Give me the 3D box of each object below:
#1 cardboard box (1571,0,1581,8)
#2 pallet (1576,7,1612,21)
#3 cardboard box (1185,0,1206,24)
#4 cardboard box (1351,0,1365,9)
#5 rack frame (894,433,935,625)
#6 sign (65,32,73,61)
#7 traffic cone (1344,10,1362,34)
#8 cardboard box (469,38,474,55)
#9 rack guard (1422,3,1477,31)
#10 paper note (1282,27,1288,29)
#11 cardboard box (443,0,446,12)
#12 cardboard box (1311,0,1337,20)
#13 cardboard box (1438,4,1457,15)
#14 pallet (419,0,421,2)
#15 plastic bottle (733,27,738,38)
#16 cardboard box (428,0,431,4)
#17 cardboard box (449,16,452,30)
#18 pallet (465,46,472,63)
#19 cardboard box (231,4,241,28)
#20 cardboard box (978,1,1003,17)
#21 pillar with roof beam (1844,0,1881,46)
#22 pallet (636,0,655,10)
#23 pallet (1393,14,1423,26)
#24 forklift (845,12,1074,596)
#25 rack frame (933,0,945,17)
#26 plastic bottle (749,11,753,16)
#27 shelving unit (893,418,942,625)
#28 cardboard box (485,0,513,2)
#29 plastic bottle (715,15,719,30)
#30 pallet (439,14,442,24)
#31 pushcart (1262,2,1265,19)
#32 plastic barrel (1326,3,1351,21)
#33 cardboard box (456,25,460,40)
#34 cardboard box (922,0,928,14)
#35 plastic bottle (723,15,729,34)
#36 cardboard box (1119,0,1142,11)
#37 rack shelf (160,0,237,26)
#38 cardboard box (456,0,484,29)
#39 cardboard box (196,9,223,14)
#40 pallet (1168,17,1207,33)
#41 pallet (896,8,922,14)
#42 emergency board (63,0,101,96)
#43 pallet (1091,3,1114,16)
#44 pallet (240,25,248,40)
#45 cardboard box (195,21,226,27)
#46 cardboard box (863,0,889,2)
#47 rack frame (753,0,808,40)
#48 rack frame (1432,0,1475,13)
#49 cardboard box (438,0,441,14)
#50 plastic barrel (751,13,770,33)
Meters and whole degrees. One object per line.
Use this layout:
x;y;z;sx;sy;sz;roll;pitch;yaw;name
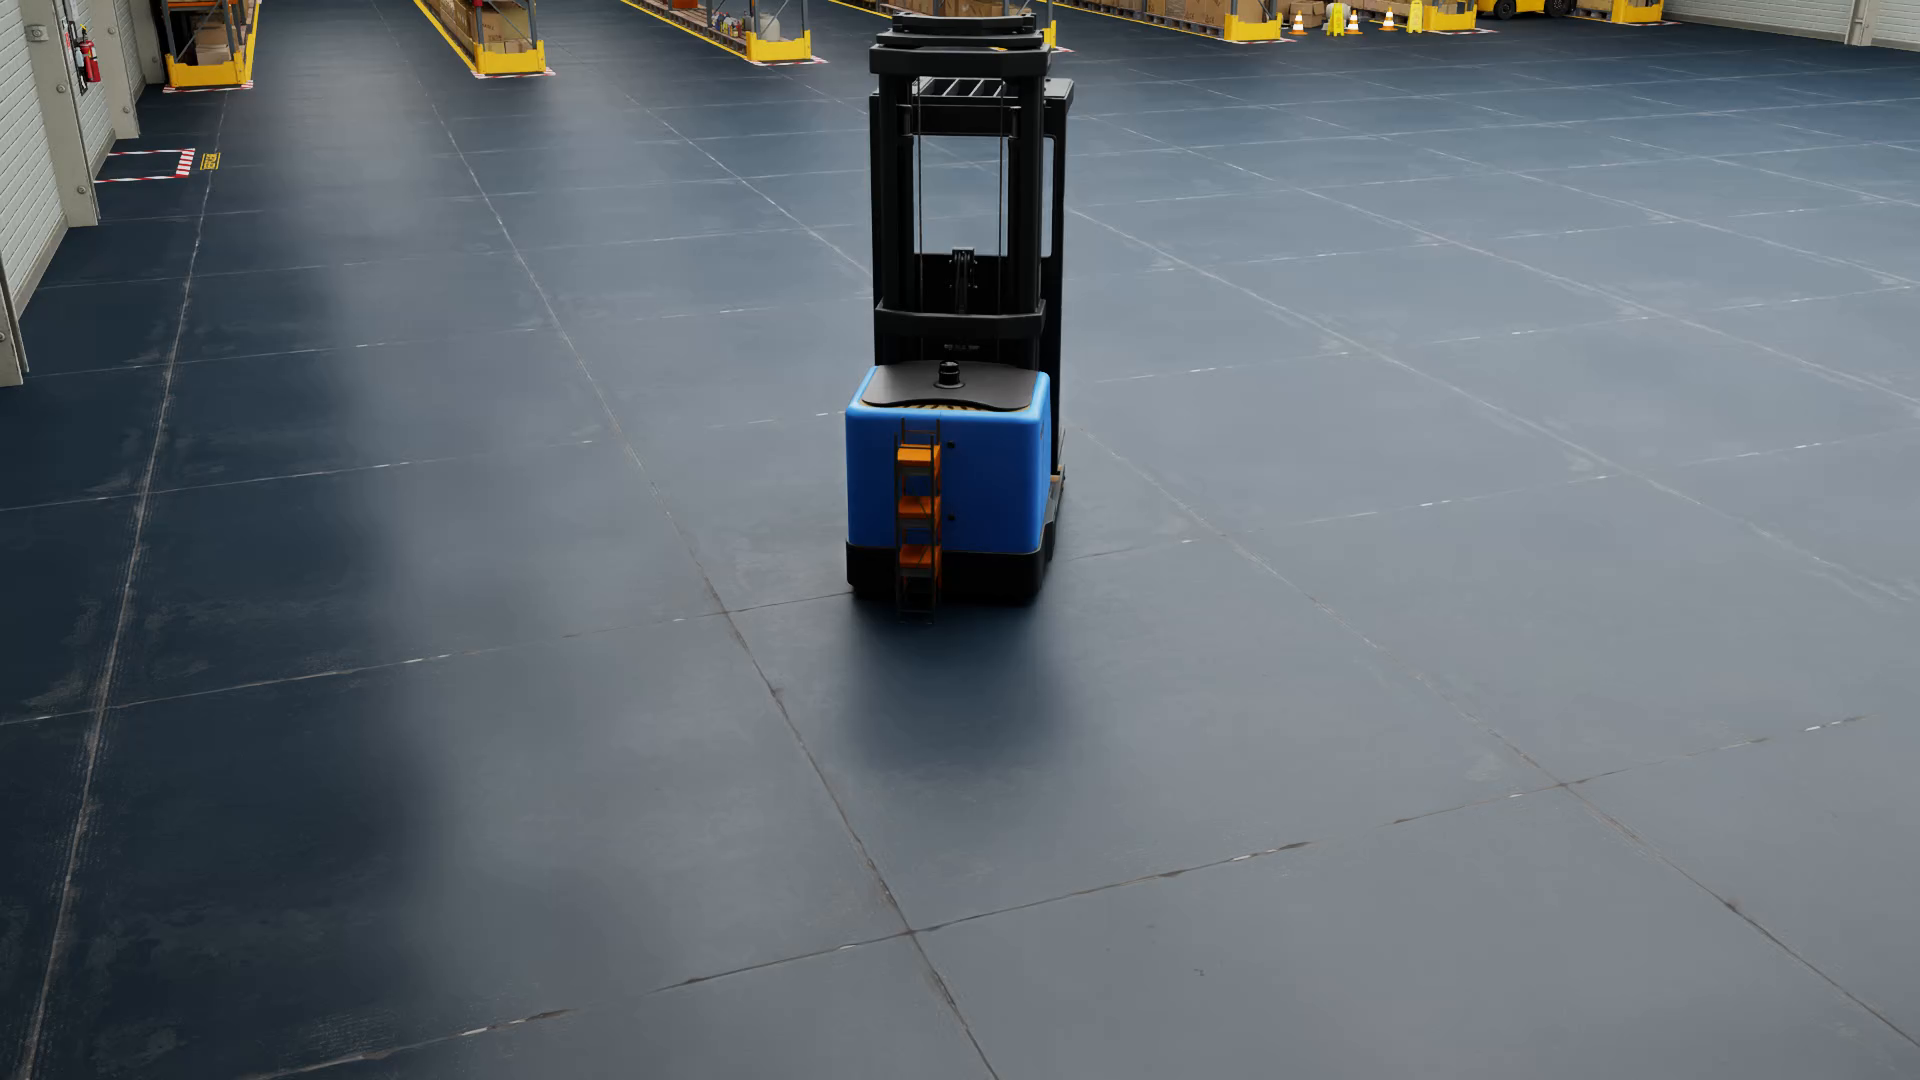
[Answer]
14.437;-12.508;38.563;0.500;0.250;0.500;-8;24;-18;cardboard box
14.924;-12.076;38.130;1.003;0.211;1.213;-8;24;-19;pallet
5.382;-11.462;35.277;0.875;0.875;0.875;-9;24;-20;cardboard box
9.333;-12.343;38.171;0.500;0.250;0.500;-7;24;-16;cardboard box
-0.230;-0.045;8.504;0.200;1.050;0.008;3;23;6;rack frame
-10.583;-5.862;19.749;0.001;0.329;0.234;-8;24;-19;sign
8.314;-10.941;35.113;0.336;0.463;0.334;-8;24;-19;traffic cone
-8.603;-8.950;30.122;0.500;0.250;0.500;-8;24;-19;cardboard box
10.564;-11.282;35.874;1.175;0.500;0.348;-8;24;-19;rack guard
7.045;-11.109;36.071;0.144;0.017;0.142;0;23;-1;paper note
-10.493;-11.175;34.678;0.500;0.311;0.500;-9;24;-20;cardboard box
8.284;-12.133;37.890;0.500;0.500;0.500;8;24;18;cardboard box
10.565;-11.664;36.561;0.500;0.250;0.500;-9;24;-19;cardboard box
-13.292;-13.900;42.458;1.003;0.211;1.213;-8;24;-19;pallet
-4.373;-9.888;32.384;0.097;0.201;0.097;0;23;0;plastic bottle
-12.245;-12.891;39.125;0.500;0.500;0.500;-9;25;-21;cardboard box
-10.138;-10.550;33.917;0.500;0.250;0.500;-8;24;-18;cardboard box
-8.685;-9.119;31.113;1.003;0.211;1.213;-8;24;-19;pallet
-15.105;-10.711;33.953;0.700;0.500;0.500;-8;24;-18;cardboard box
0.668;-10.760;34.095;0.500;0.500;0.500;-6;24;-14;cardboard box
13.923;-13.459;30.097;9.100;9.000;0.400;-8;24;-19;pillar with roof beam
-7.319;-13.156;40.693;1.003;0.211;1.213;-8;24;-19;pallet
10.310;-11.449;36.642;1.003;0.211;1.213;-8;24;-19;pallet
0.073;-1.591;9.750;1.130;2.935;3.031;3;23;6;forklift
-0.093;-12.500;35.546;1.000;3.000;0.127;-8;24;-19;rack frame
-4.230;-10.608;33.901;0.144;0.351;0.185;-9;24;-20;plastic bottle
-0.216;-0.092;8.616;0.215;1.050;0.252;3;23;6;shelving unit
-8.828;-10.093;31.868;0.500;0.500;0.500;-8;24;-19;cardboard box
-4.884;-10.479;33.690;0.152;0.276;0.135;-7;24;-17;plastic bottle
-11.003;-11.587;36.970;1.003;0.211;1.213;-8;24;-19;pallet
7.063;-12.321;38.496;1.648;0.377;0.936;-18;29;-37;pushcart
8.445;-11.762;37.112;0.512;0.421;0.421;8;24;18;plastic barrel
-9.482;-9.859;32.278;0.500;0.250;0.500;-8;24;-19;cardboard box
-0.441;-11.953;36.899;0.700;0.500;0.500;-8;24;-19;cardboard box
-4.613;-10.229;33.002;0.144;0.351;0.185;-9;24;-19;plastic bottle
4.279;-12.514;37.935;1.050;0.750;0.750;-8;24;-19;cardboard box
-13.288;-9.403;29.124;1.077;0.370;4.000;-8;24;-19;rack shelf
-9.307;-10.022;31.701;0.500;0.500;0.500;-8;24;-19;cardboard box
-14.429;-10.282;31.970;0.500;0.250;0.500;-9;24;-20;cardboard box
5.213;-11.128;35.880;1.003;0.211;1.213;-8;24;-19;pallet
-0.804;-11.942;37.812;1.003;0.211;1.213;-8;24;-19;pallet
-10.682;-6.060;20.267;0.194;1.169;0.643;-8;24;-19;emergency board
3.805;-12.573;39.309;1.003;0.211;1.213;-8;24;-19;pallet
-15.133;-10.346;34.024;1.003;0.211;1.213;-8;24;-19;pallet
-13.591;-9.141;30.227;0.500;0.500;0.500;-10;25;-23;cardboard box
-1.730;-13.422;39.927;1.225;0.875;0.875;-10;25;-21;cardboard box
-3.314;-10.367;30.485;1.000;3.000;0.127;-8;24;-19;rack frame
10.591;-12.407;35.323;1.000;3.000;0.127;-8;24;-19;rack frame
-11.325;-11.954;36.902;0.500;0.500;0.500;-7;24;-17;cardboard box
-3.795;-9.825;31.861;0.421;0.512;0.421;0;23;0;plastic barrel
